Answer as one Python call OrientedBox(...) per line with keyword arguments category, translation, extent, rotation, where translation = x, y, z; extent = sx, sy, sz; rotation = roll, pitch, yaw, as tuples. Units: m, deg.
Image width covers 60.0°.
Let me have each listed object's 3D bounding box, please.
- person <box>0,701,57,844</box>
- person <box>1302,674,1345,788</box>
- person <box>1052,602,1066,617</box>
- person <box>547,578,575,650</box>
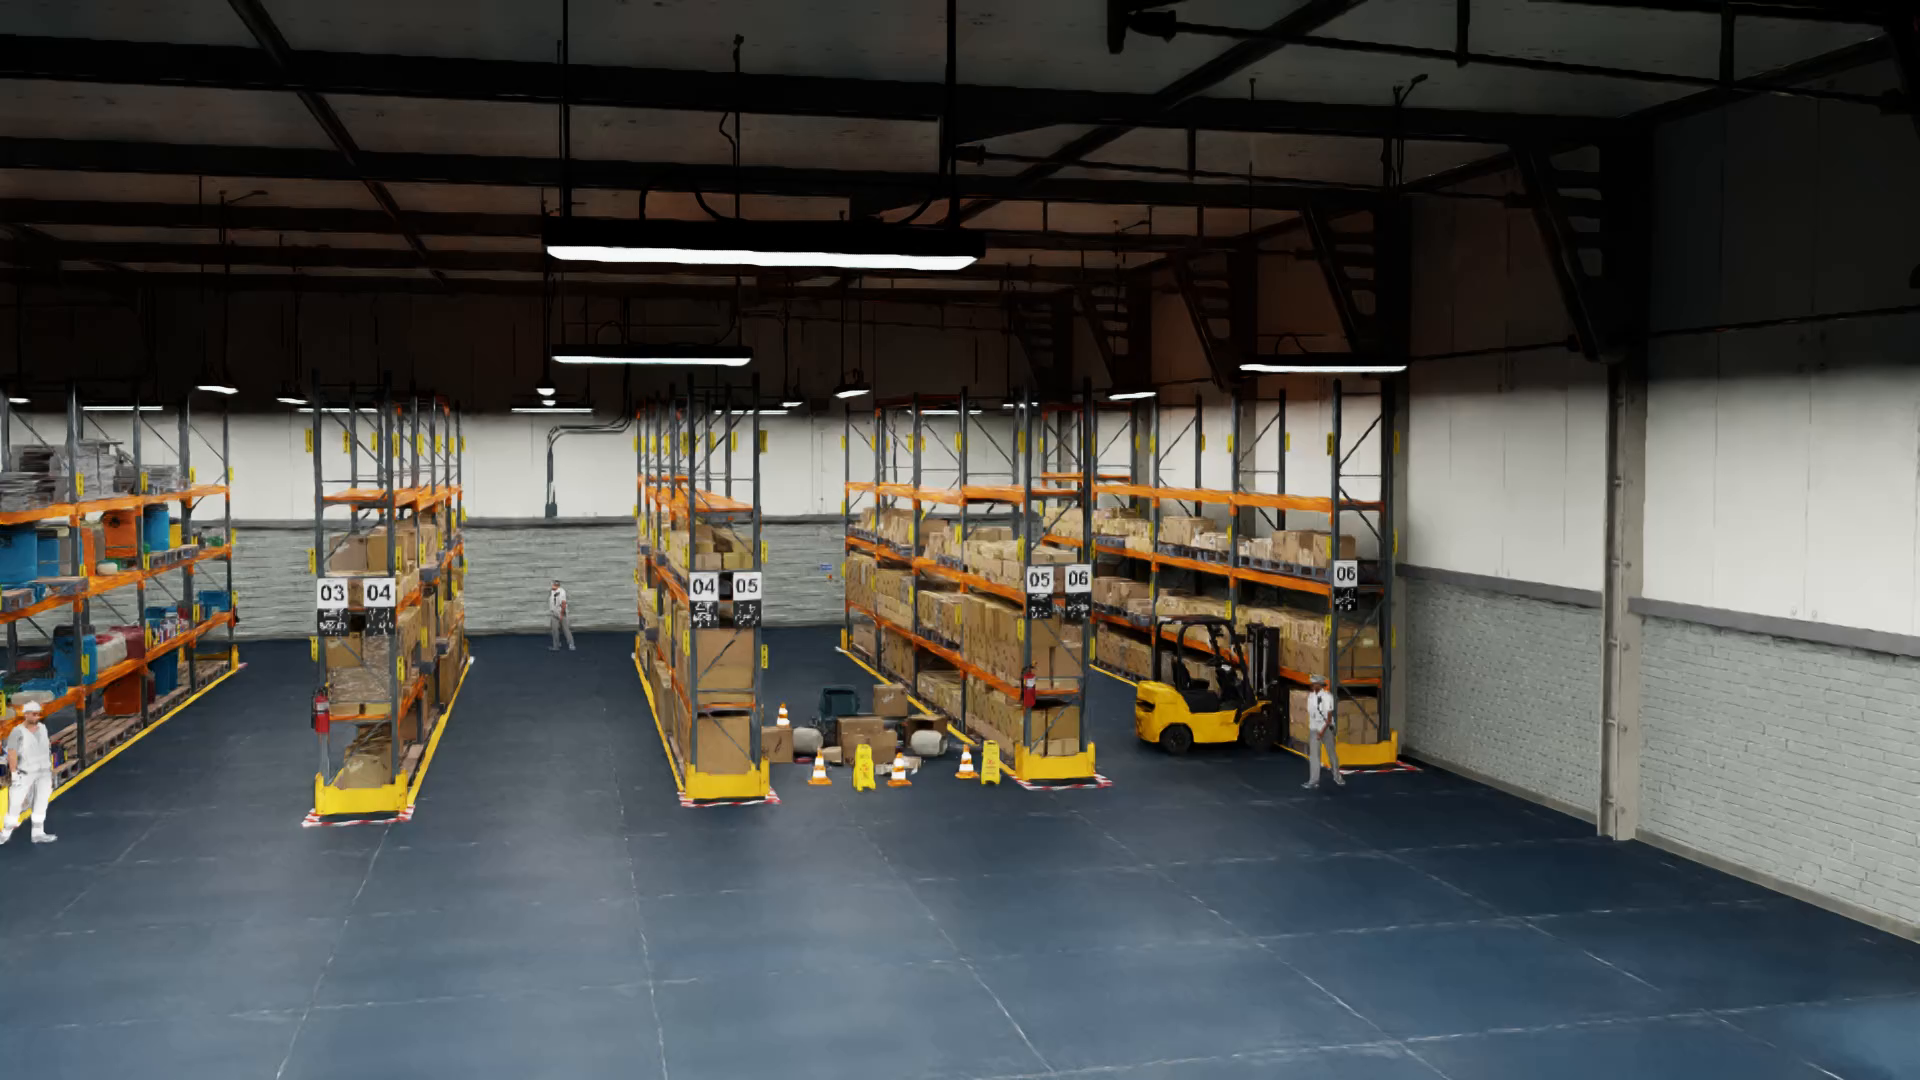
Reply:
OrientedBox(category="person", translation=(-11.733, 2.914, 20.796), extent=(0.494, 1.785, 0.713), rotation=(2, 4, 31))
OrientedBox(category="person", translation=(5.313, 2.772, 24.291), extent=(0.685, 1.656, 0.489), rotation=(-3, 4, -41))
OrientedBox(category="person", translation=(2.546, 1.608, 43.236), extent=(0.672, 1.774, 0.451), rotation=(3, 4, 43))
OrientedBox(category="person", translation=(-9.723, 1.795, 40.493), extent=(0.587, 1.738, 0.617), rotation=(3, 4, 42))
